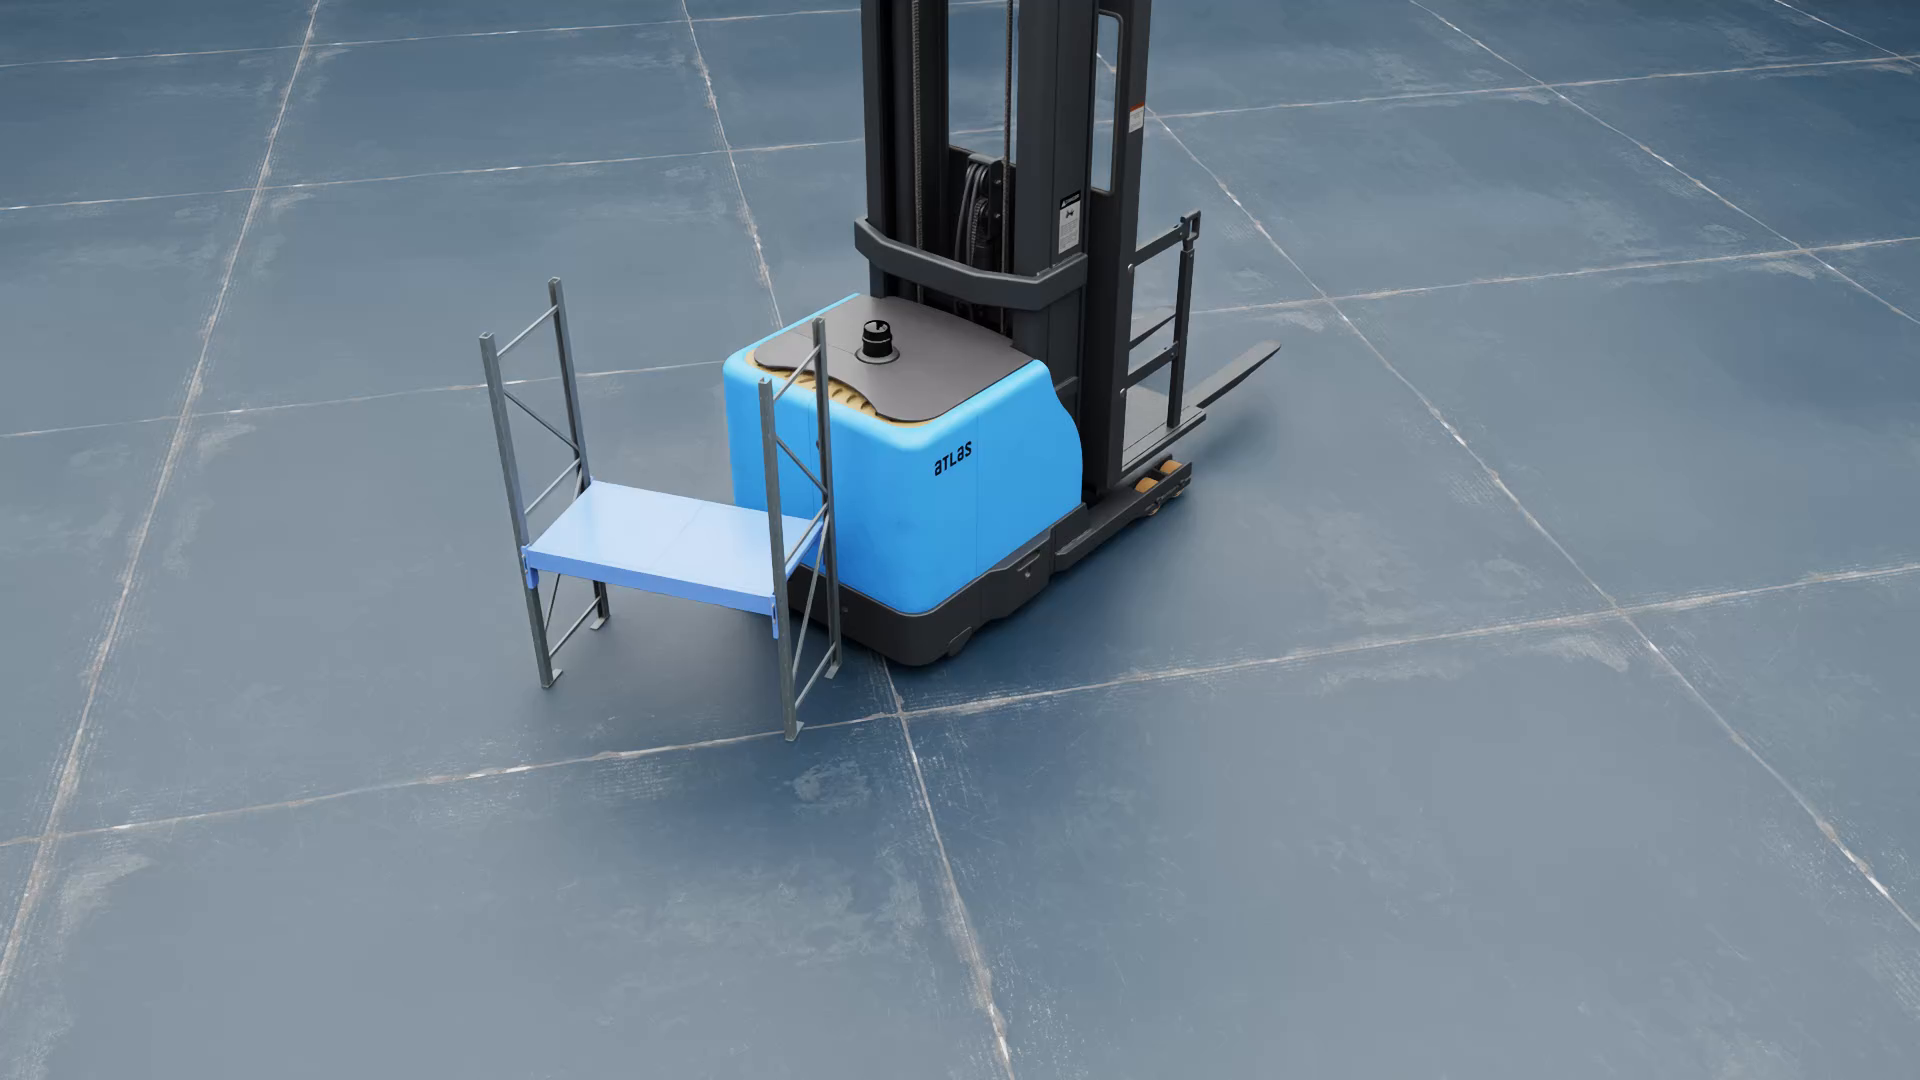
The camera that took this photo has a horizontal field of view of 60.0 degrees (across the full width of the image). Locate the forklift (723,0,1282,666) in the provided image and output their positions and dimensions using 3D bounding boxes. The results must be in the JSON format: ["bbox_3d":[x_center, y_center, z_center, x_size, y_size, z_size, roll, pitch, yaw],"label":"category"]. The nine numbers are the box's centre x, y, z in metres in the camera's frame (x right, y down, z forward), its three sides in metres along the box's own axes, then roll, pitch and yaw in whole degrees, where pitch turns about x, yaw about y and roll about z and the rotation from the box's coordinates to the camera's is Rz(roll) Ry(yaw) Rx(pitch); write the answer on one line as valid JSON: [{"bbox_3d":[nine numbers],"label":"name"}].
[{"bbox_3d":[0.395,-1.485,6.833,1.130,2.935,3.031,25,41,32],"label":"forklift"}]

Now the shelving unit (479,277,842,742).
[{"bbox_3d":[-1.037,-0.098,6.050,1.048,1.500,0.538,10,35,15],"label":"shelving unit"}]

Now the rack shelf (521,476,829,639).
[{"bbox_3d":[-1.037,0.051,6.151,1.000,0.185,0.538,10,35,15],"label":"rack shelf"}]

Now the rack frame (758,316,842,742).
[{"bbox_3d":[-0.554,-0.010,5.920,0.032,1.500,0.500,10,35,15],"label":"rack frame"}]

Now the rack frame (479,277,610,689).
[{"bbox_3d":[-1.521,-0.186,6.181,0.032,1.500,0.500,10,35,15],"label":"rack frame"}]
